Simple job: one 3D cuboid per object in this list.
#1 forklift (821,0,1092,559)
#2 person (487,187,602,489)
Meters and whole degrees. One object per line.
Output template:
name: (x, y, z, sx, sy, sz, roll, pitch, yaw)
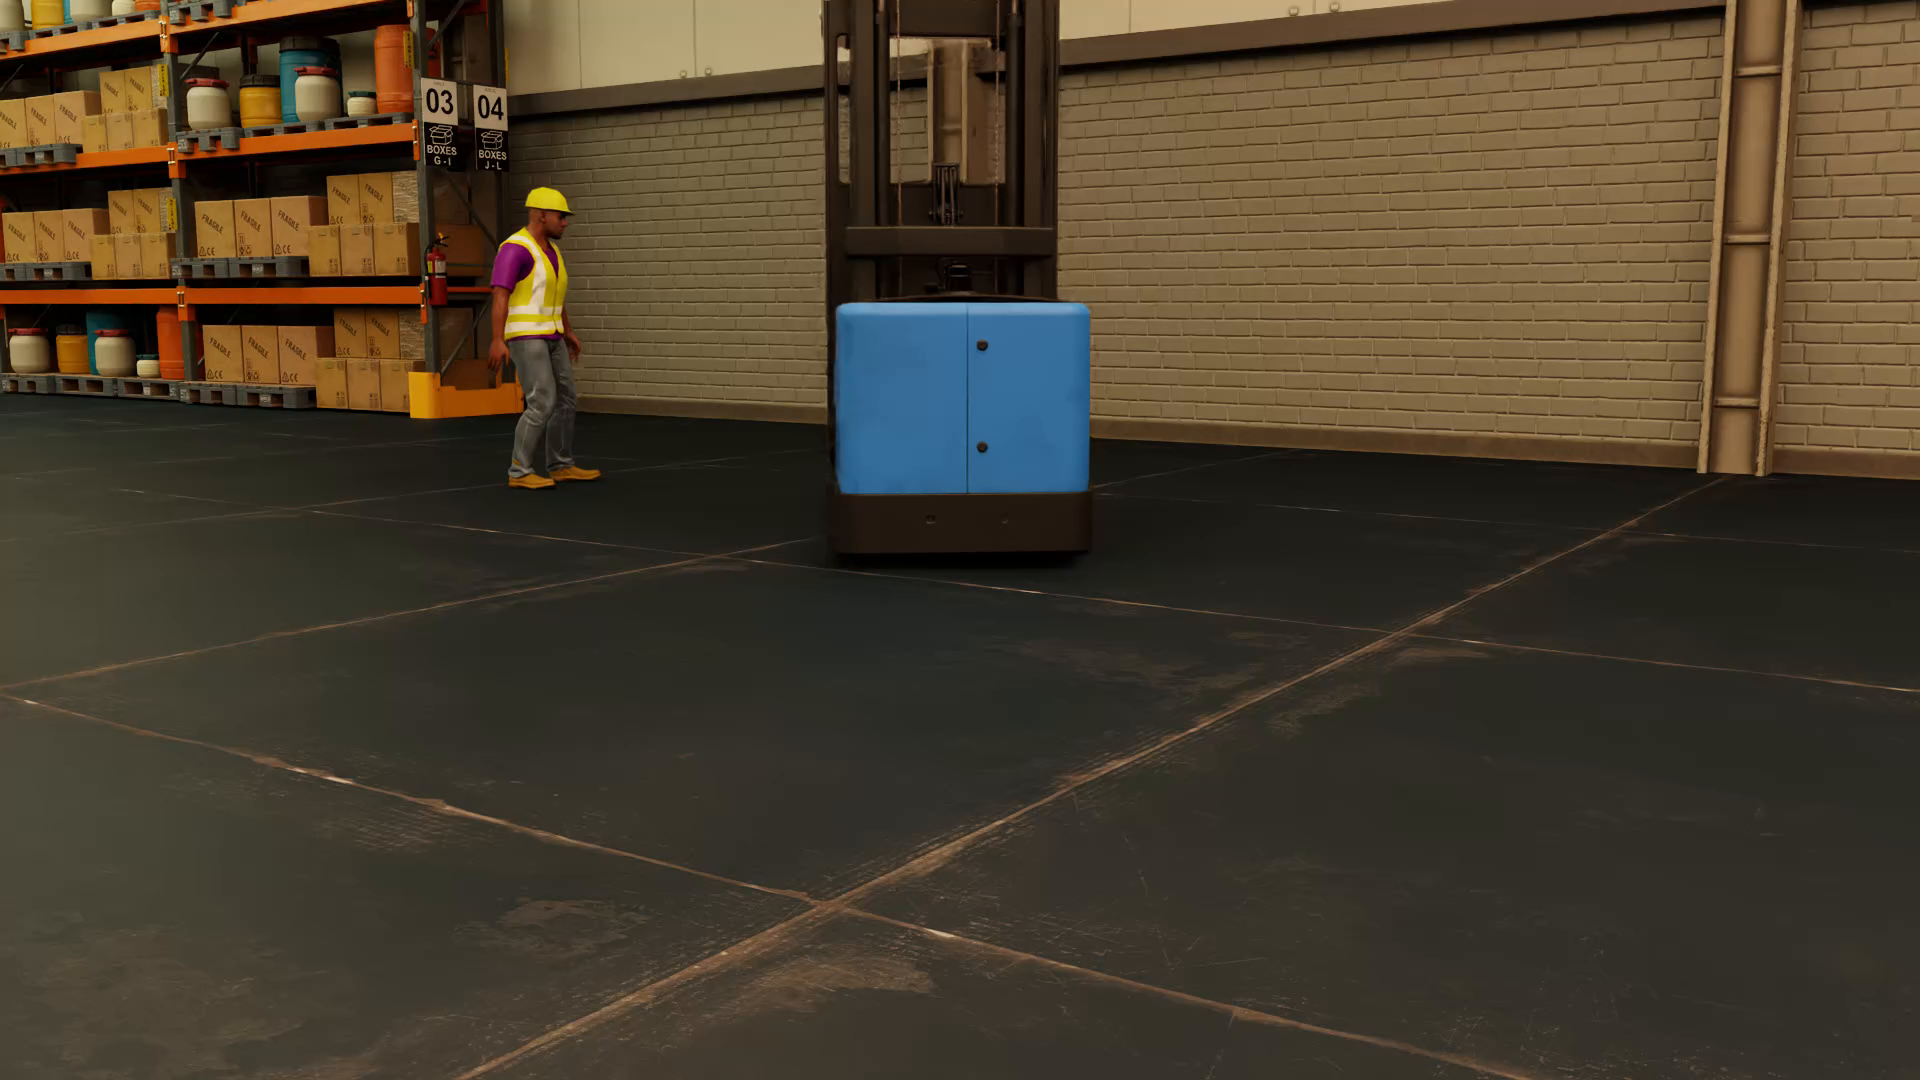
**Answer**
forklift: (-0.111, -1.541, 8.029, 1.130, 2.935, 3.031, -1, 8, -5)
person: (-2.439, -1.179, 9.729, 0.428, 1.737, 0.841, 2, 8, 11)
